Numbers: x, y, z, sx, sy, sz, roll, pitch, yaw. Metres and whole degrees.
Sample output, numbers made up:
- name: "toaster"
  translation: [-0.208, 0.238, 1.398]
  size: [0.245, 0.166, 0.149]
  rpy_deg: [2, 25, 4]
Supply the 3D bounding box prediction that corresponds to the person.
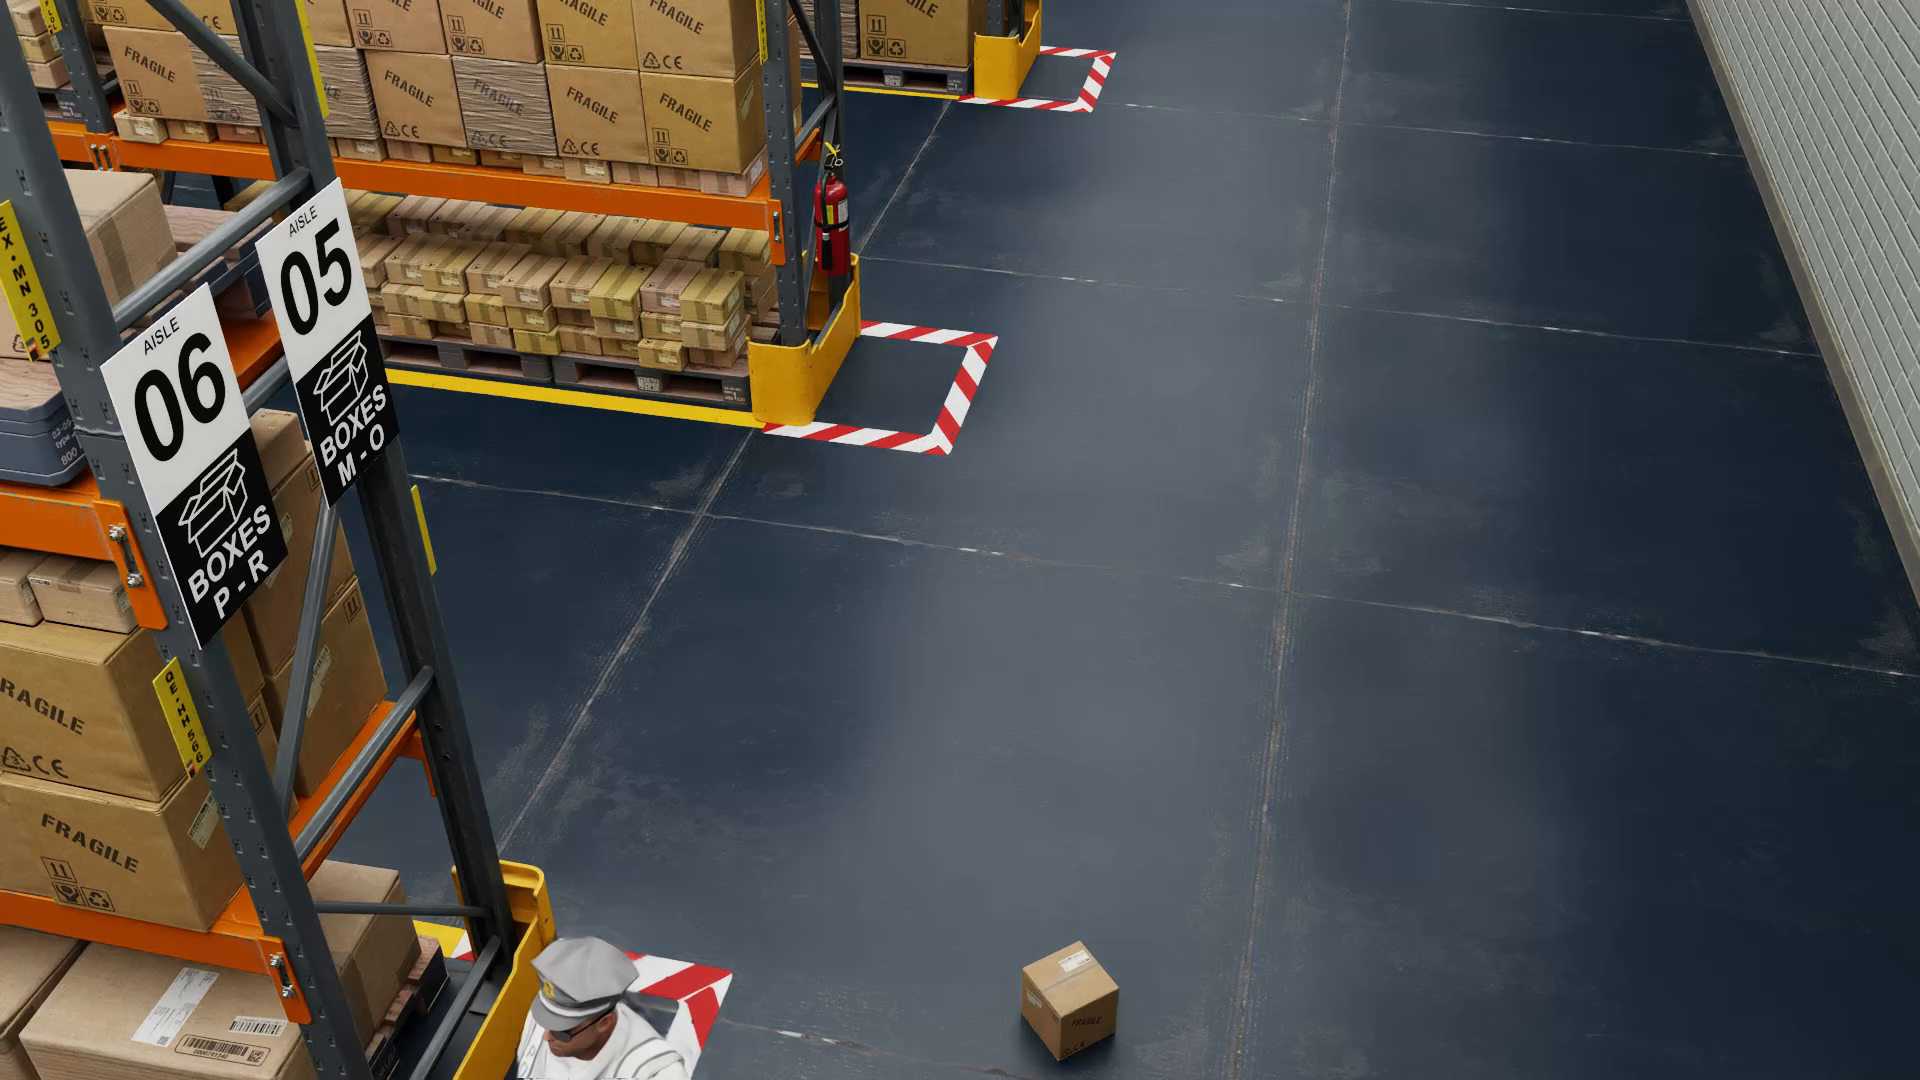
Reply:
- name: "person"
  translation: [-1.005, 1.787, 4.540]
  size: [0.573, 1.817, 0.771]
  rpy_deg: [26, 44, 31]
